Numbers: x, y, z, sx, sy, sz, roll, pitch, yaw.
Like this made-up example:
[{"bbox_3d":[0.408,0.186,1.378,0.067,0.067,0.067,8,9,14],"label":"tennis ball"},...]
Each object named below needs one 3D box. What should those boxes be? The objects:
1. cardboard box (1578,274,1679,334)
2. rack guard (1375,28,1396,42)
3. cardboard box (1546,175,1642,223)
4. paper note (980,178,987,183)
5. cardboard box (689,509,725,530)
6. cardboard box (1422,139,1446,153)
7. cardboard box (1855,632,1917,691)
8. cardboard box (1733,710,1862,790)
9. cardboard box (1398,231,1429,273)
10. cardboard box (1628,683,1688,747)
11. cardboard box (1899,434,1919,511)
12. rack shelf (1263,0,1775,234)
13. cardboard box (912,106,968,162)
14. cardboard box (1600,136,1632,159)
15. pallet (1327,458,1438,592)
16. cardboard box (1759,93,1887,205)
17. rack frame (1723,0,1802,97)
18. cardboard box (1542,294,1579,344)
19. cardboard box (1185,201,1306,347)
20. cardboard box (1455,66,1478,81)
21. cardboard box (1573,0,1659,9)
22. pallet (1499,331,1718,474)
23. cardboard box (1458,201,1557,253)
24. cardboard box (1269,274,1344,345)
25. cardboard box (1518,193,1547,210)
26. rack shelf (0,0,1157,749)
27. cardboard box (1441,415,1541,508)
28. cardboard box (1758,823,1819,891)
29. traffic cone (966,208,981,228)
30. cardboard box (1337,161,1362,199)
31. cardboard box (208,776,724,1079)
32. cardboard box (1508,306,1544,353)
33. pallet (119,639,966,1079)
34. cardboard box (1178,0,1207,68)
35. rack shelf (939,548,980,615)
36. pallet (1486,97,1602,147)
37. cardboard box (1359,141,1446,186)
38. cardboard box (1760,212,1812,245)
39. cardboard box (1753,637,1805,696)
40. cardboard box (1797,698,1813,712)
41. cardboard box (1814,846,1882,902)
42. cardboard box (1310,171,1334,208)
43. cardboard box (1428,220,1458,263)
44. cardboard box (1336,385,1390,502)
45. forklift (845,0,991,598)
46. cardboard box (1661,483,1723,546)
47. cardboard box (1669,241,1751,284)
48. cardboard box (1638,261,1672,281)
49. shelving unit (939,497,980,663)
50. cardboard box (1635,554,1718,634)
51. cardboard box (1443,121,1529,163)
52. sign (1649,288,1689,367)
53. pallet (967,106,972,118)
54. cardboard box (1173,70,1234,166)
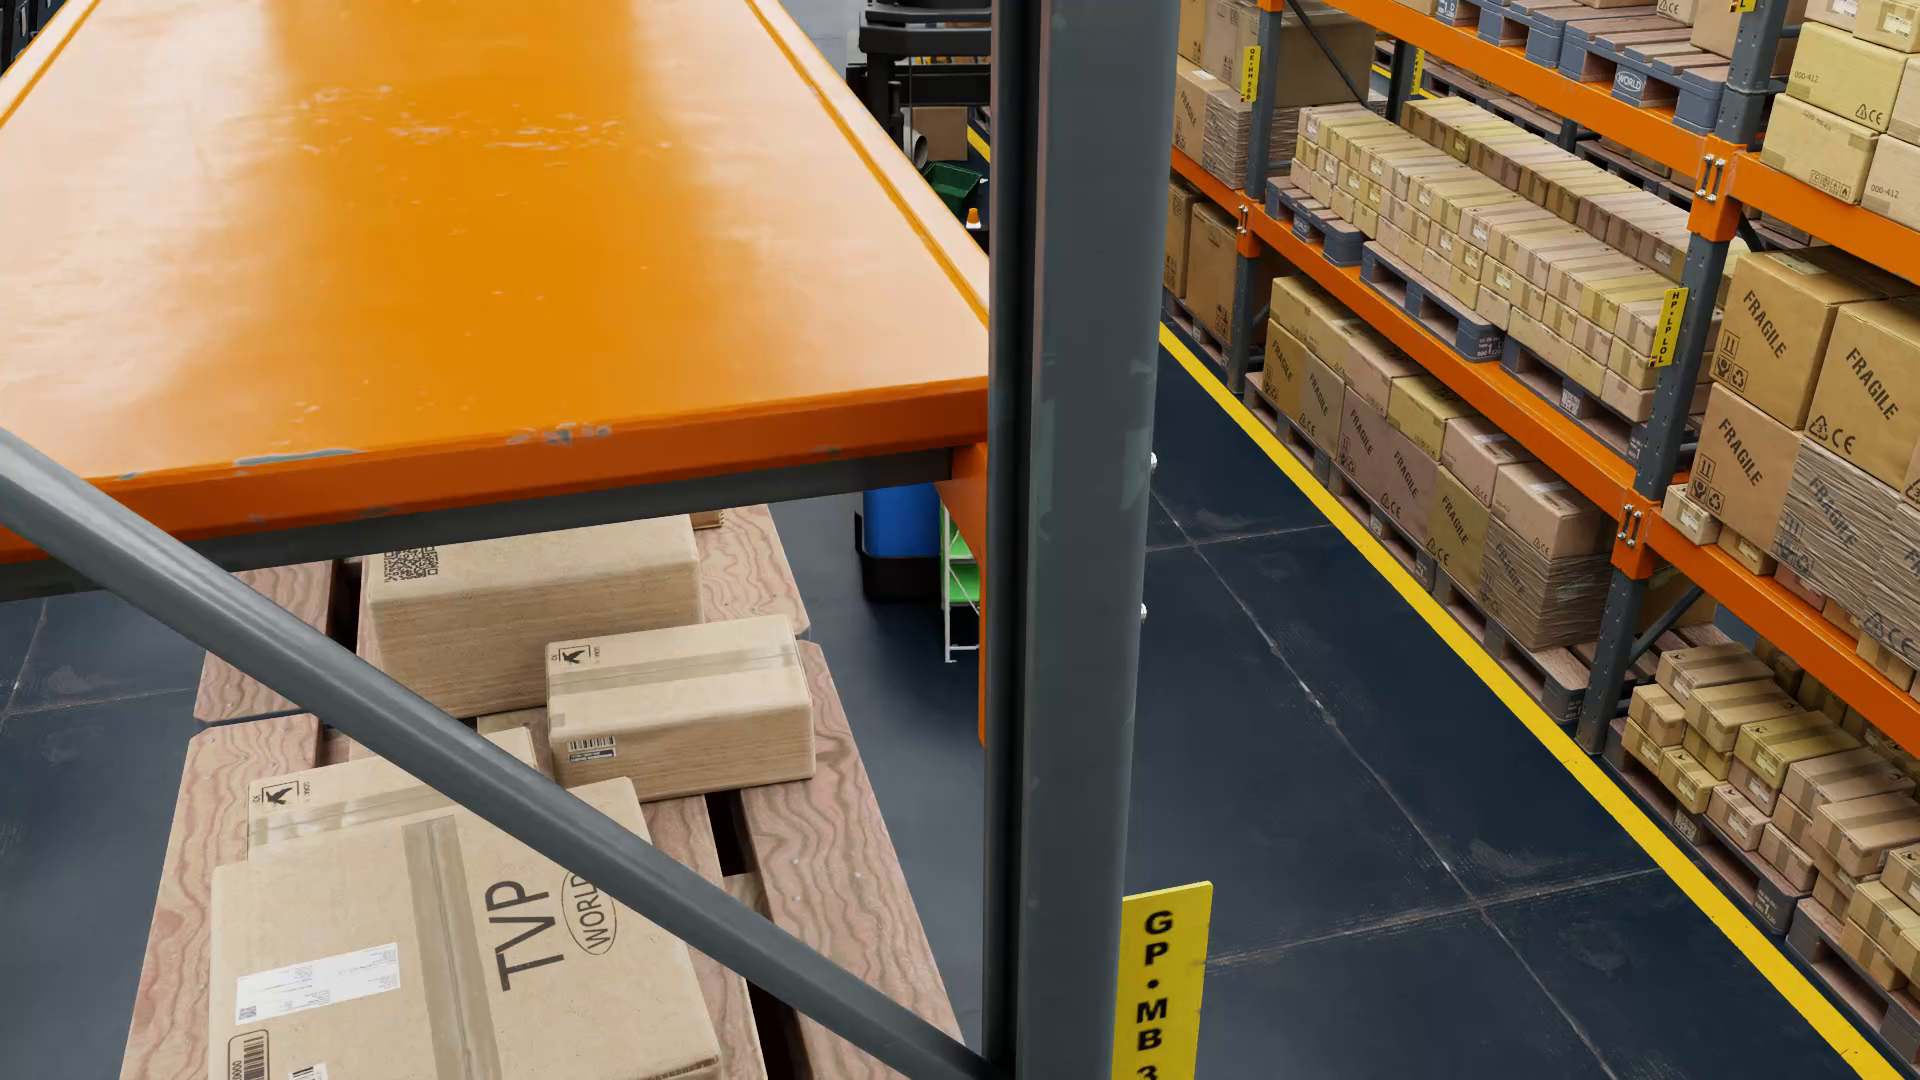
[{"bbox_3d":[2.954,-1.037,7.284,0.380,0.149,0.250,-9,31,-15],"label":"cardboard box"},{"bbox_3d":[4.965,-5.696,18.593,1.175,0.500,0.348,-8,31,-13],"label":"rack guard"},{"bbox_3d":[3.241,-1.745,8.508,0.380,0.149,0.250,-7,31,-12],"label":"cardboard box"},{"bbox_3d":[0.146,-3.192,14.734,0.142,0.020,0.147,19,35,29],"label":"paper note"},{"bbox_3d":[-0.753,-0.330,3.212,0.500,0.500,0.500,-7,31,-12],"label":"cardboard box"},{"bbox_3d":[2.902,-2.236,9.653,0.380,0.149,0.250,-7,31,-11],"label":"cardboard box"},{"bbox_3d":[3.413,0.380,5.850,0.380,0.149,0.250,-7,31,-12],"label":"cardboard box"},{"bbox_3d":[3.344,0.836,6.643,0.380,0.149,0.250,-8,31,-14],"label":"cardboard box"},{"bbox_3d":[2.538,-1.530,8.731,0.380,0.149,0.250,-7,31,-13],"label":"cardboard box"},{"bbox_3d":[3.109,0.732,7.120,0.380,0.149,0.250,-6,31,-11],"label":"cardboard box"},{"bbox_3d":[3.462,-0.267,5.322,0.500,0.500,0.500,-7,31,-12],"label":"cardboard box"},{"bbox_3d":[2.791,-2.361,8.059,1.077,0.370,4.000,-8,31,-13],"label":"rack shelf"},{"bbox_3d":[-0.203,-3.805,15.322,0.500,0.500,0.500,-3,30,-5],"label":"cardboard box"},{"bbox_3d":[6.149,-3.692,14.691,0.700,0.500,0.500,-10,32,-17],"label":"cardboard box"},{"bbox_3d":[2.786,-0.168,9.329,1.003,0.211,1.213,-8,31,-13],"label":"pallet"},{"bbox_3d":[3.190,-1.383,5.801,0.500,0.250,0.500,-6,31,-11],"label":"cardboard box"},{"bbox_3d":[3.321,-3.005,5.459,1.000,3.000,0.127,-8,31,-13],"label":"rack frame"},{"bbox_3d":[2.891,-1.024,7.559,0.380,0.149,0.250,-7,31,-11],"label":"cardboard box"},{"bbox_3d":[2.185,-1.855,11.286,1.050,0.750,0.750,-8,31,-14],"label":"cardboard box"},{"bbox_3d":[5.434,-5.022,17.008,0.500,0.500,0.500,-5,30,-9],"label":"cardboard box"},{"bbox_3d":[3.038,-2.697,7.398,0.797,0.503,0.637,-8,31,-14],"label":"cardboard box"},{"bbox_3d":[3.259,-0.714,7.681,1.003,0.211,1.213,-8,31,-13],"label":"pallet"},{"bbox_3d":[2.681,-1.537,8.148,0.380,0.149,0.250,-9,31,-16],"label":"cardboard box"},{"bbox_3d":[2.209,-1.400,10.001,0.500,0.250,0.500,-9,31,-16],"label":"cardboard box"},{"bbox_3d":[3.174,-1.742,8.799,0.380,0.149,0.250,-7,31,-12],"label":"cardboard box"},{"bbox_3d":[-0.893,-0.848,2.849,1.077,0.370,4.000,-8,31,-13],"label":"rack shelf"},{"bbox_3d":[2.756,-0.409,8.290,0.500,0.250,0.500,-6,31,-11],"label":"cardboard box"},{"bbox_3d":[3.410,1.220,6.575,0.380,0.149,0.250,-8,31,-14],"label":"cardboard box"},{"bbox_3d":[0.098,-2.326,12.807,0.336,0.463,0.334,-8,31,-13],"label":"traffic cone"},{"bbox_3d":[2.342,-2.023,9.285,0.380,0.149,0.250,-9,31,-15],"label":"cardboard box"},{"bbox_3d":[-0.569,0.567,1.913,0.500,0.250,0.500,-11,32,-18],"label":"cardboard box"},{"bbox_3d":[2.825,-1.014,7.840,0.380,0.149,0.250,-9,31,-16],"label":"cardboard box"},{"bbox_3d":[-0.570,0.614,2.290,1.003,0.211,1.213,-8,31,-13],"label":"pallet"},{"bbox_3d":[1.876,-3.526,11.250,0.700,0.500,0.500,-8,31,-14],"label":"cardboard box"},{"bbox_3d":[0.035,0.223,8.274,0.258,0.148,0.480,-2,30,-3],"label":"rack shelf"},{"bbox_3d":[5.795,-3.996,15.943,1.003,0.211,1.213,-8,31,-13],"label":"pallet"},{"bbox_3d":[2.400,-2.046,9.027,0.380,0.149,0.250,-9,31,-15],"label":"cardboard box"},{"bbox_3d":[6.712,-2.647,12.885,0.700,0.500,0.500,-10,32,-17],"label":"cardboard box"},{"bbox_3d":[3.667,0.523,7.184,0.380,0.149,0.250,-7,31,-12],"label":"cardboard box"},{"bbox_3d":[3.795,0.754,7.083,0.380,0.149,0.250,-9,31,-16],"label":"cardboard box"},{"bbox_3d":[3.481,1.222,6.274,0.380,0.149,0.250,-6,31,-11],"label":"cardboard box"},{"bbox_3d":[2.255,-2.041,9.613,0.380,0.149,0.250,-6,31,-11],"label":"cardboard box"},{"bbox_3d":[2.613,-1.531,8.435,0.380,0.149,0.250,-7,31,-11],"label":"cardboard box"},{"bbox_3d":[2.479,-0.575,9.326,0.500,0.500,0.500,-9,31,-15],"label":"cardboard box"},{"bbox_3d":[-0.057,-1.677,9.221,1.130,2.935,3.031,-2,30,-3],"label":"forklift"},{"bbox_3d":[3.081,-0.120,6.713,0.380,0.149,0.250,-7,31,-11],"label":"cardboard box"},{"bbox_3d":[3.515,-1.249,7.650,0.380,0.149,0.250,-8,31,-13],"label":"cardboard box"},{"bbox_3d":[3.451,-1.237,7.927,0.380,0.149,0.250,-9,31,-15],"label":"cardboard box"},{"bbox_3d":[0.035,-0.040,8.122,0.258,1.200,0.503,-2,30,-3],"label":"shelving unit"},{"bbox_3d":[3.381,0.099,8.160,0.500,0.500,0.500,-7,31,-11],"label":"cardboard box"},{"bbox_3d":[2.966,-2.247,9.376,0.380,0.149,0.250,-7,31,-12],"label":"cardboard box"},{"bbox_3d":[2.787,-0.834,6.541,0.100,0.325,0.005,-8,31,-13],"label":"sign"},{"bbox_3d":[0.424,-4.622,17.024,1.003,0.211,1.213,-8,31,-13],"label":"pallet"},{"bbox_3d":[1.750,-2.807,11.005,0.500,0.500,0.500,-8,31,-13],"label":"cardboard box"}]
